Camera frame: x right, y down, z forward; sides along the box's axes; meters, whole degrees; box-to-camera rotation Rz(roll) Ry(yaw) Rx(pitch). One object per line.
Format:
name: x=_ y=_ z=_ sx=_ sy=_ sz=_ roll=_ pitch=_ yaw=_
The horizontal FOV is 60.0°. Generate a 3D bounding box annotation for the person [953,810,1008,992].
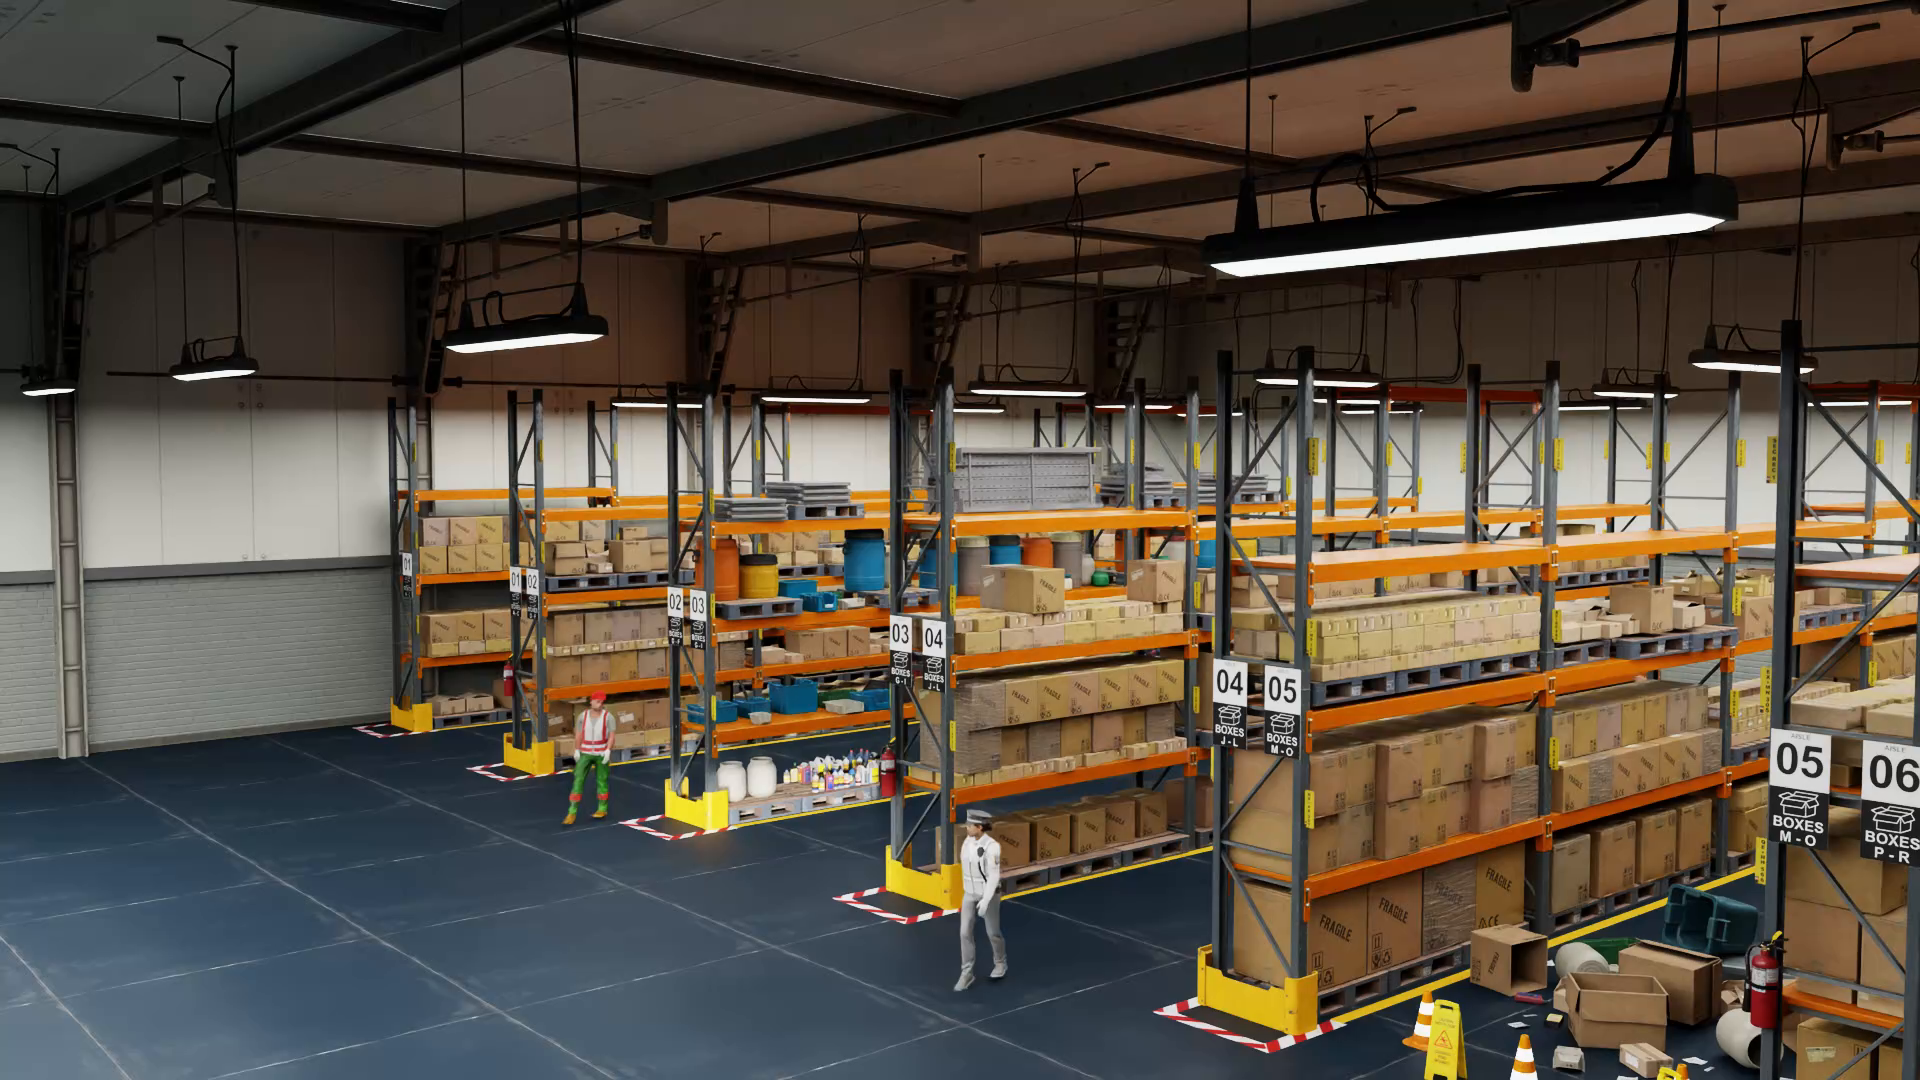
person: x=0.189 y=3.425 z=15.895 sx=0.514 sy=1.716 sz=0.707 roll=2 pitch=4 yaw=37

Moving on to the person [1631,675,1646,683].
person: x=10.522 y=2.869 z=25.366 sx=0.701 sy=1.630 sz=0.709 roll=-2 pitch=4 yaw=-30

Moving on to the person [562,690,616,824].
person: x=-5.046 y=2.944 z=22.659 sx=0.678 sy=1.764 sz=0.750 roll=0 pitch=3 yaw=-3
